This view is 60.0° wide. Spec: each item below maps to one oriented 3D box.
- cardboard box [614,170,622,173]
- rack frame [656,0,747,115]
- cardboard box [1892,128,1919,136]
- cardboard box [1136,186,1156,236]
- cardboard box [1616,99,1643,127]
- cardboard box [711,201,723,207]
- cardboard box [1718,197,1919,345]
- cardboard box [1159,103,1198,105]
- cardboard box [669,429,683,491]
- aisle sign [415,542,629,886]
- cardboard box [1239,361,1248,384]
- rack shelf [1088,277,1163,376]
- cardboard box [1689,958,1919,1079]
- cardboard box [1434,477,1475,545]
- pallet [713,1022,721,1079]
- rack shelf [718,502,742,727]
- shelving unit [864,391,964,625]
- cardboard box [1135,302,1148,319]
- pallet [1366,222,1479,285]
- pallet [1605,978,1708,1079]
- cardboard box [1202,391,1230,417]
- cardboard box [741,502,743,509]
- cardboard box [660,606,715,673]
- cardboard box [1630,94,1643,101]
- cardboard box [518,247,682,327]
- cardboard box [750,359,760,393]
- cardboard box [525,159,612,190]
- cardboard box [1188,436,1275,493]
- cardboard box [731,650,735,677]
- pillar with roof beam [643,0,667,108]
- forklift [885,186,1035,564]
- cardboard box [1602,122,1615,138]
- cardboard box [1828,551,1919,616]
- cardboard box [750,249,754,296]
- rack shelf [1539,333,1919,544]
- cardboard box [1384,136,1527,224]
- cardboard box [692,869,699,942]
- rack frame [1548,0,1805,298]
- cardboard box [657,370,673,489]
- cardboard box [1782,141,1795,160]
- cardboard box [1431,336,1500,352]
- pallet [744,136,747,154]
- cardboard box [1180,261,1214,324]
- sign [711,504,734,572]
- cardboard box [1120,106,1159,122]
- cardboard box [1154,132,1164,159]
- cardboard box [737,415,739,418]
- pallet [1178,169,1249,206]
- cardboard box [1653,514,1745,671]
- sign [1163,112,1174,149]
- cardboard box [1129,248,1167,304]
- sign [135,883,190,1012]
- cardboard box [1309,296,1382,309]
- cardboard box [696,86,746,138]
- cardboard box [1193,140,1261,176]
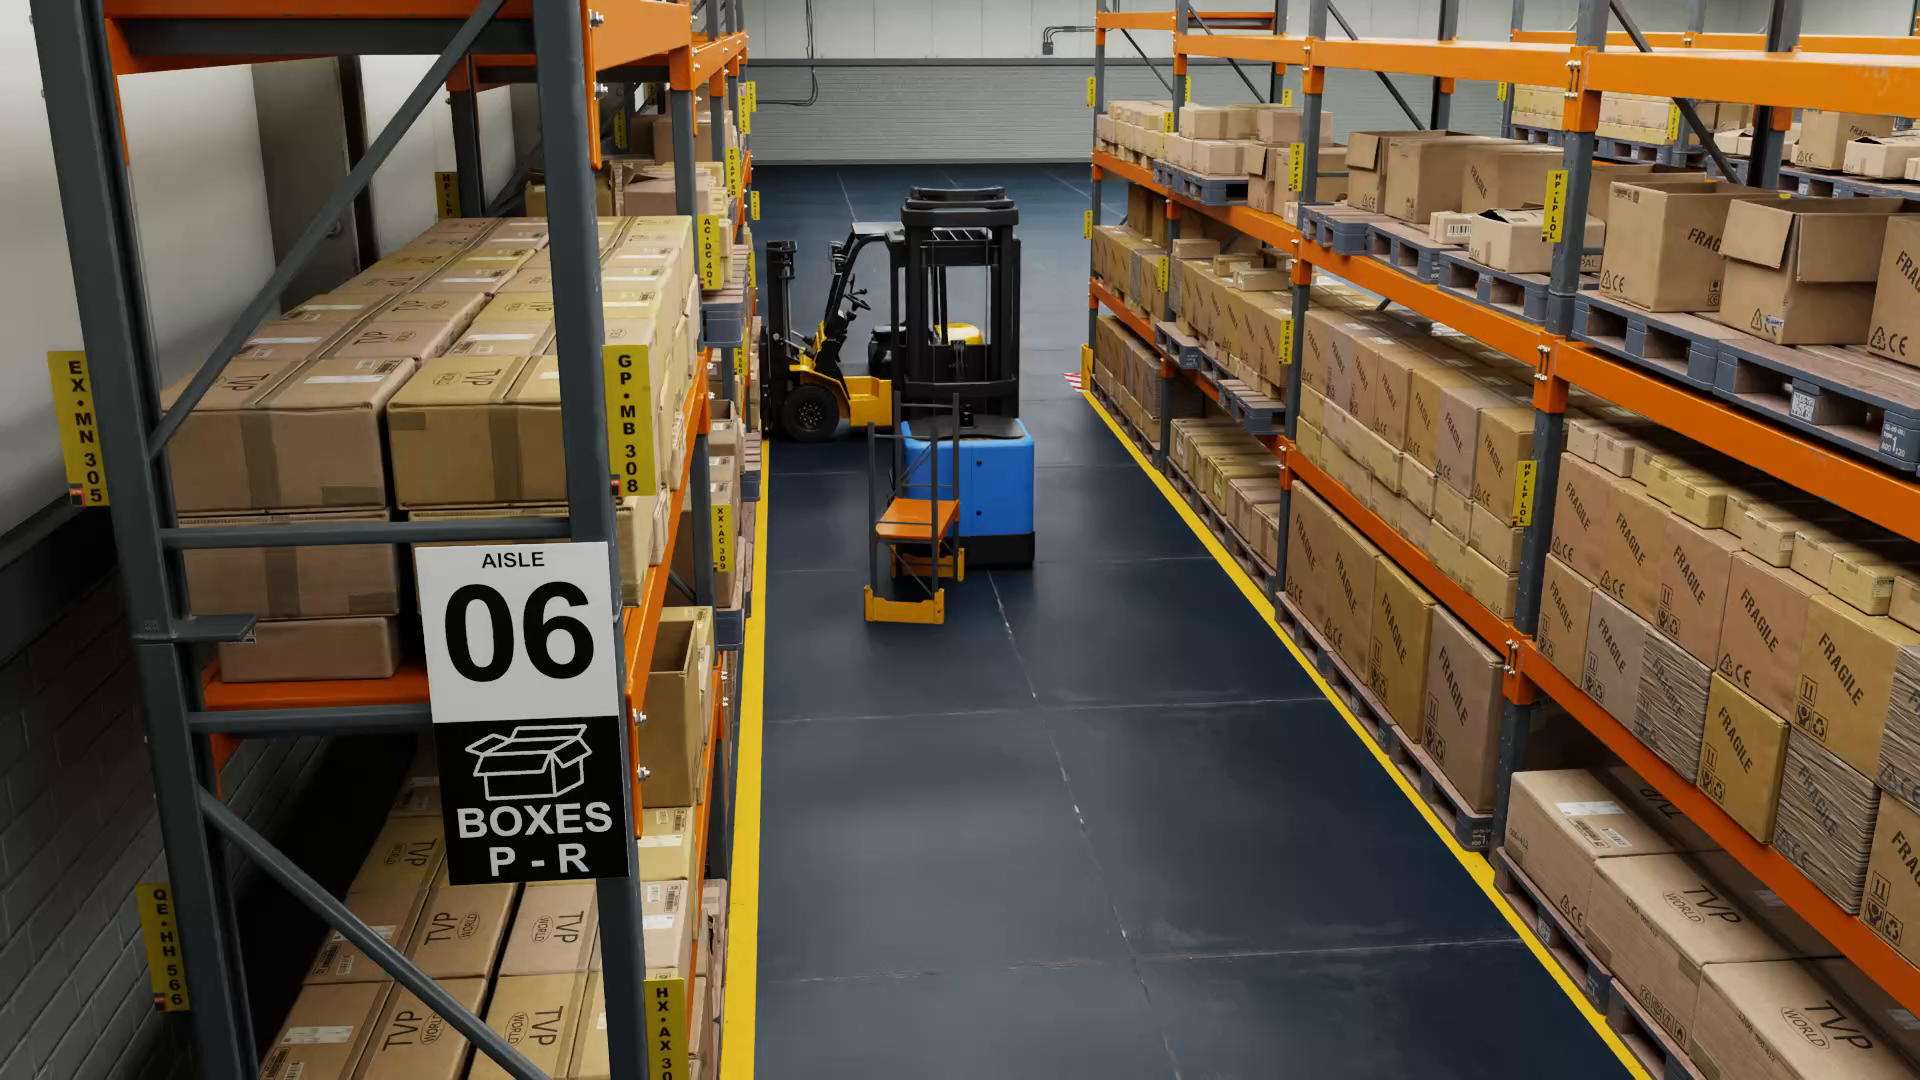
[{"bbox_3d":[-2.276,-2.192,10.231,0.380,0.149,0.250,-2,18,-6],"label":"cardboard box"},{"bbox_3d":[-2.888,-6.014,18.309,1.000,3.000,0.127,-2,18,-6],"label":"rack frame"},{"bbox_3d":[7.827,-3.267,13.848,0.500,0.311,0.500,-2,18,-7],"label":"cardboard box"},{"bbox_3d":[2.364,-3.676,18.546,0.700,0.500,0.500,-2,18,-5],"label":"cardboard box"},{"bbox_3d":[7.017,-4.336,16.859,0.500,0.250,0.500,-2,18,-6],"label":"cardboard box"},{"bbox_3d":[-1.380,-1.610,8.345,0.380,0.149,0.250,-2,18,-7],"label":"cardboard box"},{"bbox_3d":[3.458,-1.058,6.492,0.797,0.503,0.637,0,17,-1],"label":"cardboard box"},{"bbox_3d":[2.411,-4.752,18.388,0.380,0.149,0.250,-2,18,-6],"label":"cardboard box"},{"bbox_3d":[-1.101,-0.258,5.402,0.380,0.149,0.250,-2,18,-6],"label":"cardboard box"},{"bbox_3d":[-0.938,0.386,3.598,0.394,0.787,0.004,-2,18,-6],"label":"aisle sign"},{"bbox_3d":[2.418,-1.320,13.092,0.380,0.149,0.250,-3,18,-8],"label":"cardboard box"},{"bbox_3d":[2.255,-2.367,17.909,1.077,0.370,4.000,-2,18,-6],"label":"rack shelf"},{"bbox_3d":[3.429,2.017,6.320,0.875,0.438,0.875,-1,17,-4],"label":"cardboard box"},{"bbox_3d":[2.941,-0.170,9.127,0.500,0.250,0.500,-1,17,-4],"label":"cardboard box"},{"bbox_3d":[-1.451,2.323,6.425,1.003,0.211,1.213,-2,18,-6],"label":"pallet"},{"bbox_3d":[-1.856,0.171,9.825,1.077,0.370,4.000,-2,18,-6],"label":"rack shelf"},{"bbox_3d":[-0.334,-0.267,12.522,0.587,1.500,1.083,3,18,8],"label":"shelving unit"},{"bbox_3d":[2.017,-2.383,17.180,0.380,0.149,0.250,-2,18,-6],"label":"cardboard box"},{"bbox_3d":[3.112,-1.740,10.020,1.003,0.211,1.213,-1,17,-3],"label":"pallet"},{"bbox_3d":[3.416,2.193,6.839,1.003,0.211,1.213,-2,18,-6],"label":"pallet"},{"bbox_3d":[2.669,-1.545,16.727,0.500,0.500,0.500,-1,17,-3],"label":"cardboard box"},{"bbox_3d":[-2.338,-0.641,14.473,0.875,0.625,0.625,-2,18,-6],"label":"cardboard box"},{"bbox_3d":[-1.355,0.498,7.338,0.500,0.250,0.500,-1,17,-4],"label":"cardboard box"},{"bbox_3d":[6.969,-4.486,16.671,0.380,0.149,0.250,-2,18,-6],"label":"cardboard box"},{"bbox_3d":[-1.254,-0.871,5.855,0.500,0.250,0.500,-1,17,-5],"label":"cardboard box"},{"bbox_3d":[-2.256,-1.632,16.587,0.500,0.250,0.500,-2,18,-6],"label":"cardboard box"},{"bbox_3d":[-1.810,-1.642,7.755,0.396,0.266,0.258,-2,18,-6],"label":"cardboard box"},{"bbox_3d":[2.596,-0.691,15.055,0.950,0.372,0.625,-1,17,-2],"label":"cardboard box"},{"bbox_3d":[-1.707,0.649,10.574,0.500,0.500,0.500,-1,17,-3],"label":"cardboard box"},{"bbox_3d":[-0.049,-7.699,23.677,9.100,9.000,0.400,-2,18,-6],"label":"pillar with roof beam"},{"bbox_3d":[-0.066,-1.586,14.336,1.130,2.935,3.031,-2,18,-6],"label":"forklift"},{"bbox_3d":[6.914,-4.258,17.275,0.380,0.149,0.250,-2,17,-5],"label":"cardboard box"},{"bbox_3d":[3.277,0.148,5.780,0.380,0.149,0.250,-1,17,-4],"label":"cardboard box"},{"bbox_3d":[-2.532,-2.906,18.258,0.500,0.500,0.500,-1,17,-4],"label":"cardboard box"},{"bbox_3d":[3.493,-0.223,6.072,1.077,0.370,4.000,-2,18,-6],"label":"rack shelf"},{"bbox_3d":[3.165,-2.313,10.659,0.700,0.500,0.500,-3,18,-8],"label":"cardboard box"},{"bbox_3d":[-1.082,1.244,5.628,0.380,0.149,0.250,-2,18,-7],"label":"cardboard box"},{"bbox_3d":[3.287,-2.593,7.413,1.000,3.000,0.127,-2,18,-6],"label":"rack frame"},{"bbox_3d":[-1.125,-0.330,4.967,0.500,0.250,0.500,-2,18,-7],"label":"cardboard box"},{"bbox_3d":[7.261,-3.431,14.641,0.380,0.149,0.250,-2,18,-6],"label":"cardboard box"},{"bbox_3d":[3.293,-1.000,10.520,0.500,0.500,0.500,-2,18,-6],"label":"cardboard box"},{"bbox_3d":[-2.841,-4.329,18.098,1.003,0.211,1.213,-2,18,-6],"label":"pallet"},{"bbox_3d":[2.277,-2.206,14.833,0.500,0.500,0.500,-2,18,-5],"label":"cardboard box"},{"bbox_3d":[-1.111,-0.008,7.750,0.100,0.325,0.005,-2,18,-6],"label":"sign"},{"bbox_3d":[1.907,-4.506,17.603,0.380,0.149,0.250,-1,17,-4],"label":"cardboard box"},{"bbox_3d":[2.148,-3.739,15.826,0.500,0.250,0.500,-2,18,-6],"label":"cardboard box"},{"bbox_3d":[-1.865,-0.836,12.083,0.500,0.250,0.500,-2,18,-5],"label":"cardboard box"},{"bbox_3d":[2.529,-2.960,13.902,1.213,0.211,1.003,-2,18,-6],"label":"pallet"},{"bbox_3d":[3.182,0.198,6.704,0.500,0.500,0.500,-1,17,-5],"label":"cardboard box"},{"bbox_3d":[1.923,-3.773,15.316,0.100,0.325,0.005,-2,18,-6],"label":"sign"},{"bbox_3d":[2.050,-2.736,17.221,0.500,0.500,0.500,-1,17,-4],"label":"cardboard box"},{"bbox_3d":[-1.792,0.923,3.767,0.100,0.325,0.005,-2,18,-6],"label":"sign"},{"bbox_3d":[2.997,-1.609,12.929,0.500,0.500,0.500,-1,17,-3],"label":"cardboard box"},{"bbox_3d":[-2.594,-4.446,17.287,0.700,0.500,0.500,-2,18,-5],"label":"cardboard box"},{"bbox_3d":[2.250,-3.187,13.863,0.500,0.250,0.500,-2,18,-6],"label":"cardboard box"}]
